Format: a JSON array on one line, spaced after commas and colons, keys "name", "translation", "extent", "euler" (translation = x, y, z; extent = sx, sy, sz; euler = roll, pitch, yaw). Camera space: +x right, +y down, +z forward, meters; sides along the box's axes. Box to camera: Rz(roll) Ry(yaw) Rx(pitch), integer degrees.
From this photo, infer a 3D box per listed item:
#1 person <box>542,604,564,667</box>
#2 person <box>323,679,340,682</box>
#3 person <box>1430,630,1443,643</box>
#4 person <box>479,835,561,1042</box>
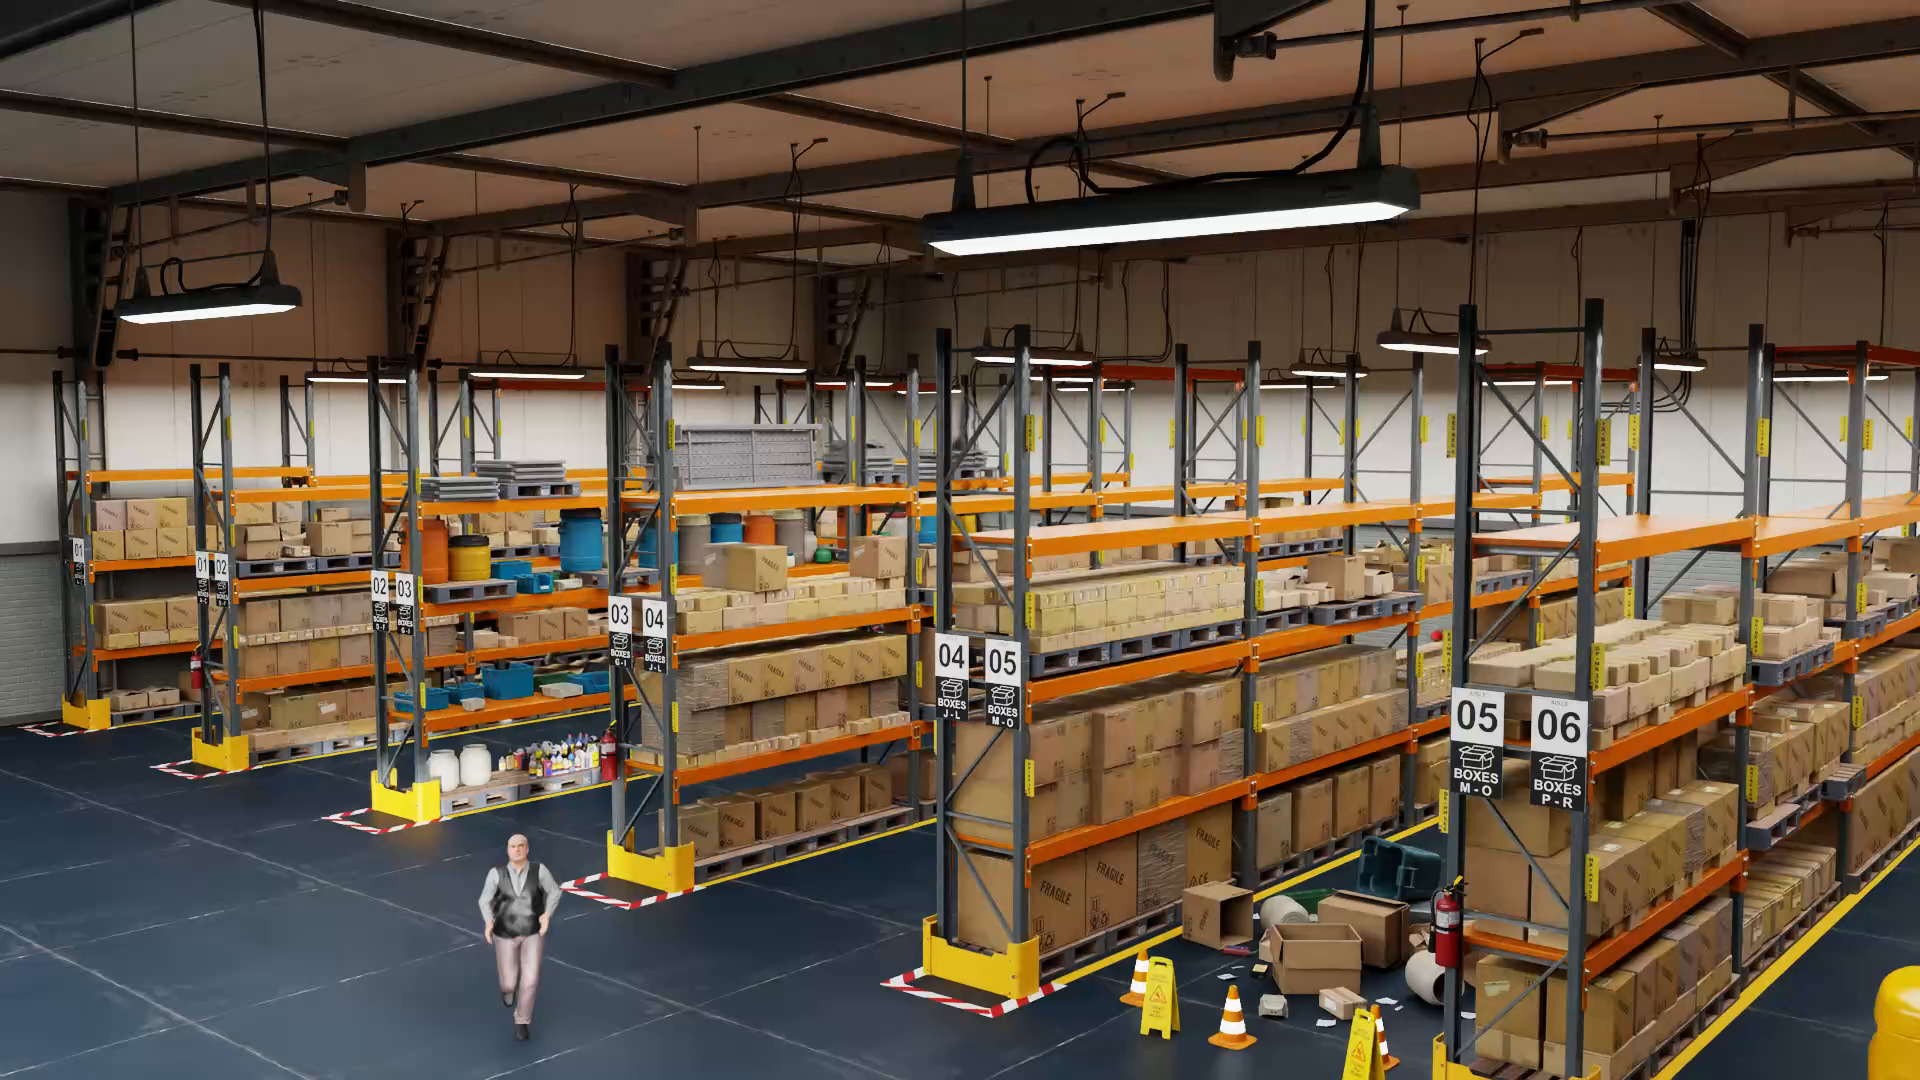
[{"name": "person", "translation": [-7.921, 1.942, 32.241], "extent": [0.658, 1.789, 0.955], "euler": [3, 5, 32]}, {"name": "person", "translation": [-10.648, 2.331, 27.982], "extent": [0.580, 1.680, 0.685], "euler": [3, 5, 35]}, {"name": "person", "translation": [7.889, 2.347, 27.140], "extent": [0.837, 1.806, 0.681], "euler": [-3, 5, -39]}, {"name": "person", "translation": [-3.722, 3.322, 14.084], "extent": [0.674, 1.692, 0.653], "euler": [-1, 4, -15]}]
